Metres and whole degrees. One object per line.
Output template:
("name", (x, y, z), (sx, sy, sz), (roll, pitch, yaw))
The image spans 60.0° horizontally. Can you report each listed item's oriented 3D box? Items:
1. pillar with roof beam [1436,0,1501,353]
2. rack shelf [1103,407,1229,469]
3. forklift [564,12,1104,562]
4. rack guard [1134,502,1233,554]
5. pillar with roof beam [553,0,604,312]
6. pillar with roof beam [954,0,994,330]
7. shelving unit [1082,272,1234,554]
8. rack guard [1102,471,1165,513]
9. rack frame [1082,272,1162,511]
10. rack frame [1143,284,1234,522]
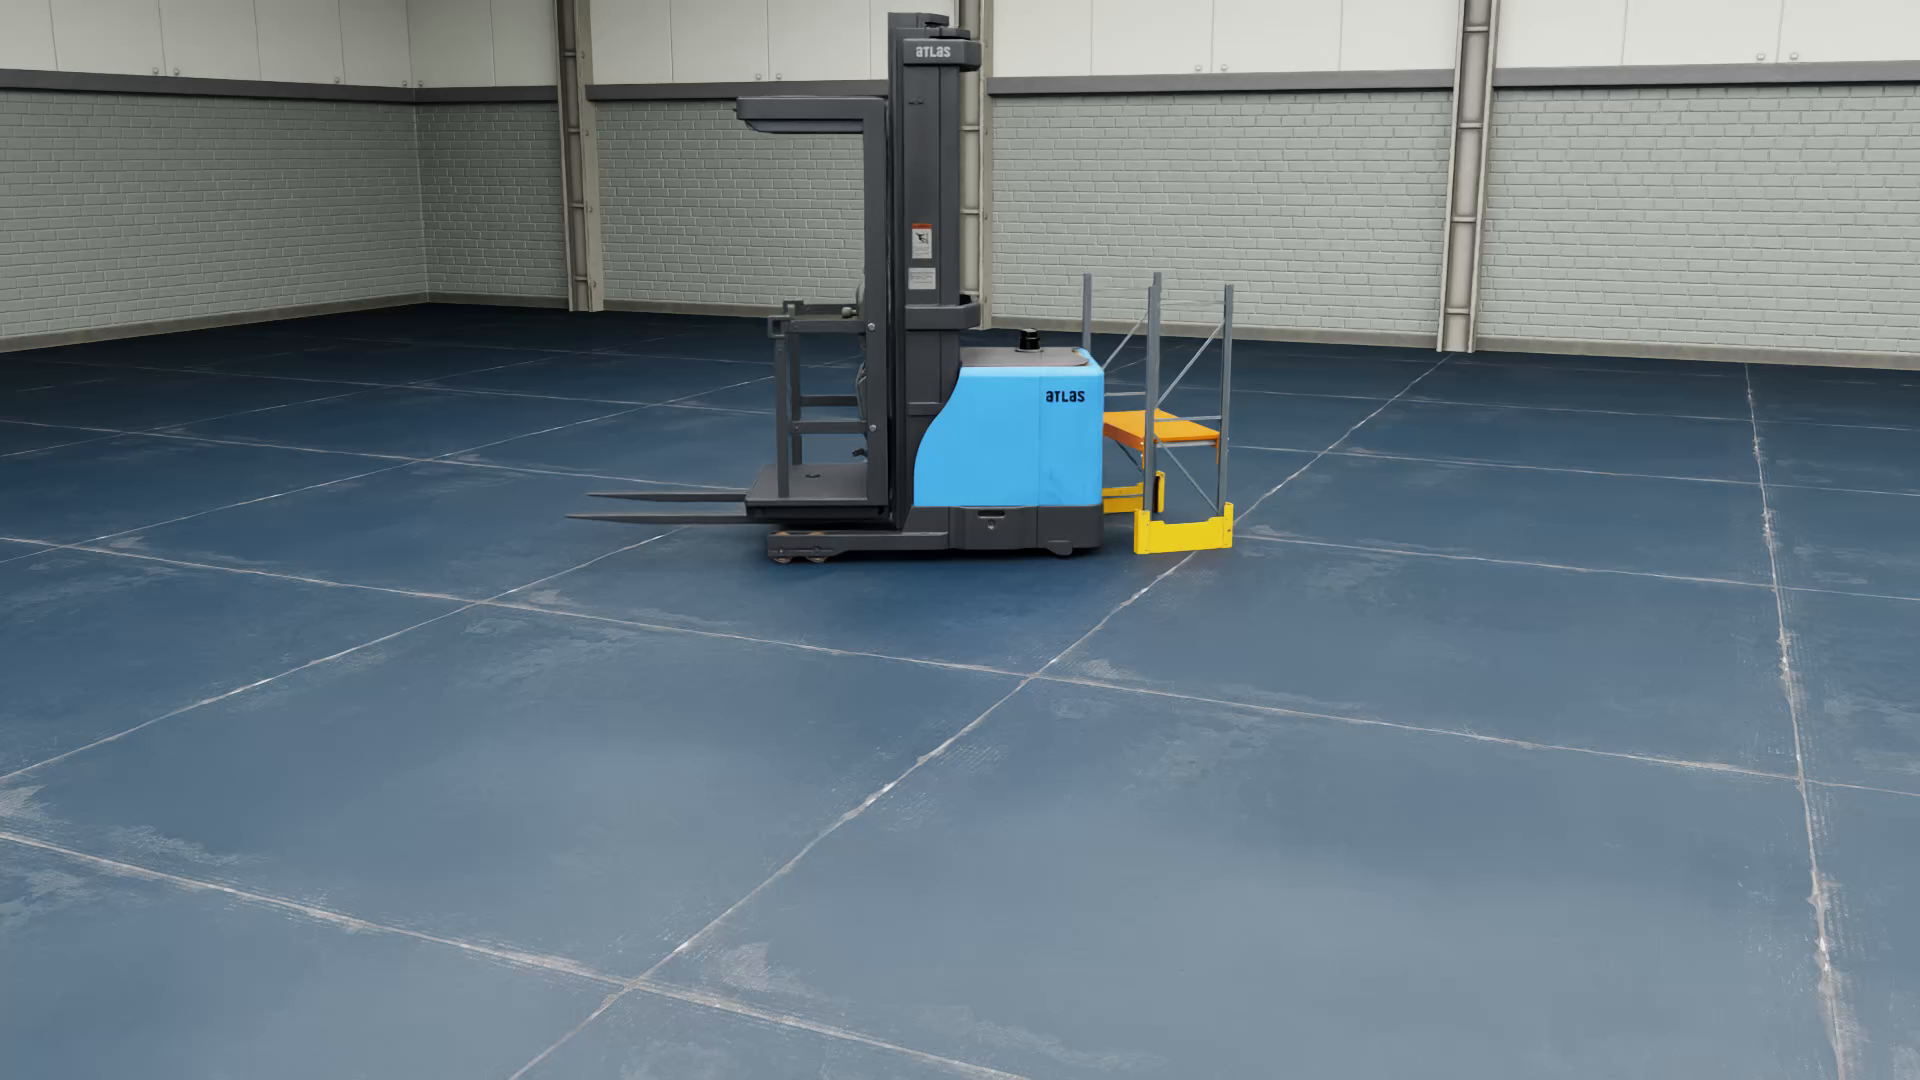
("pillar with roof beam", (3.913, -5.642, 14.100), (0.400, 9.000, 9.100), (6, 14, 23))
("rack shelf", (1.136, -0.614, 9.875), (0.538, 0.185, 1.000), (-4, 14, -16))
("forklift", (-0.718, -1.426, 9.415), (3.031, 2.935, 1.130), (0, 13, -1))
("rack guard", (1.278, -0.069, 9.503), (0.587, 0.250, 0.087), (-4, 14, -16))
("pillar with roof beam", (-7.058, -6.752, 18.832), (0.400, 9.000, 9.100), (6, 14, 23))
("pillar with roof beam", (-1.573, -6.197, 16.466), (0.400, 9.000, 9.100), (6, 14, 23))
("shelving unit", (1.138, -0.787, 9.825), (0.587, 1.500, 1.083), (-4, 14, -16))
("rack guard", (0.998, -0.288, 10.433), (0.587, 0.250, 0.087), (-4, 14, -16))
("rack frame", (0.993, -0.900, 10.309), (0.500, 1.500, 0.032), (-4, 14, -16))
("rack frame", (1.279, -0.677, 9.359), (0.500, 1.500, 0.032), (-4, 14, -16))
